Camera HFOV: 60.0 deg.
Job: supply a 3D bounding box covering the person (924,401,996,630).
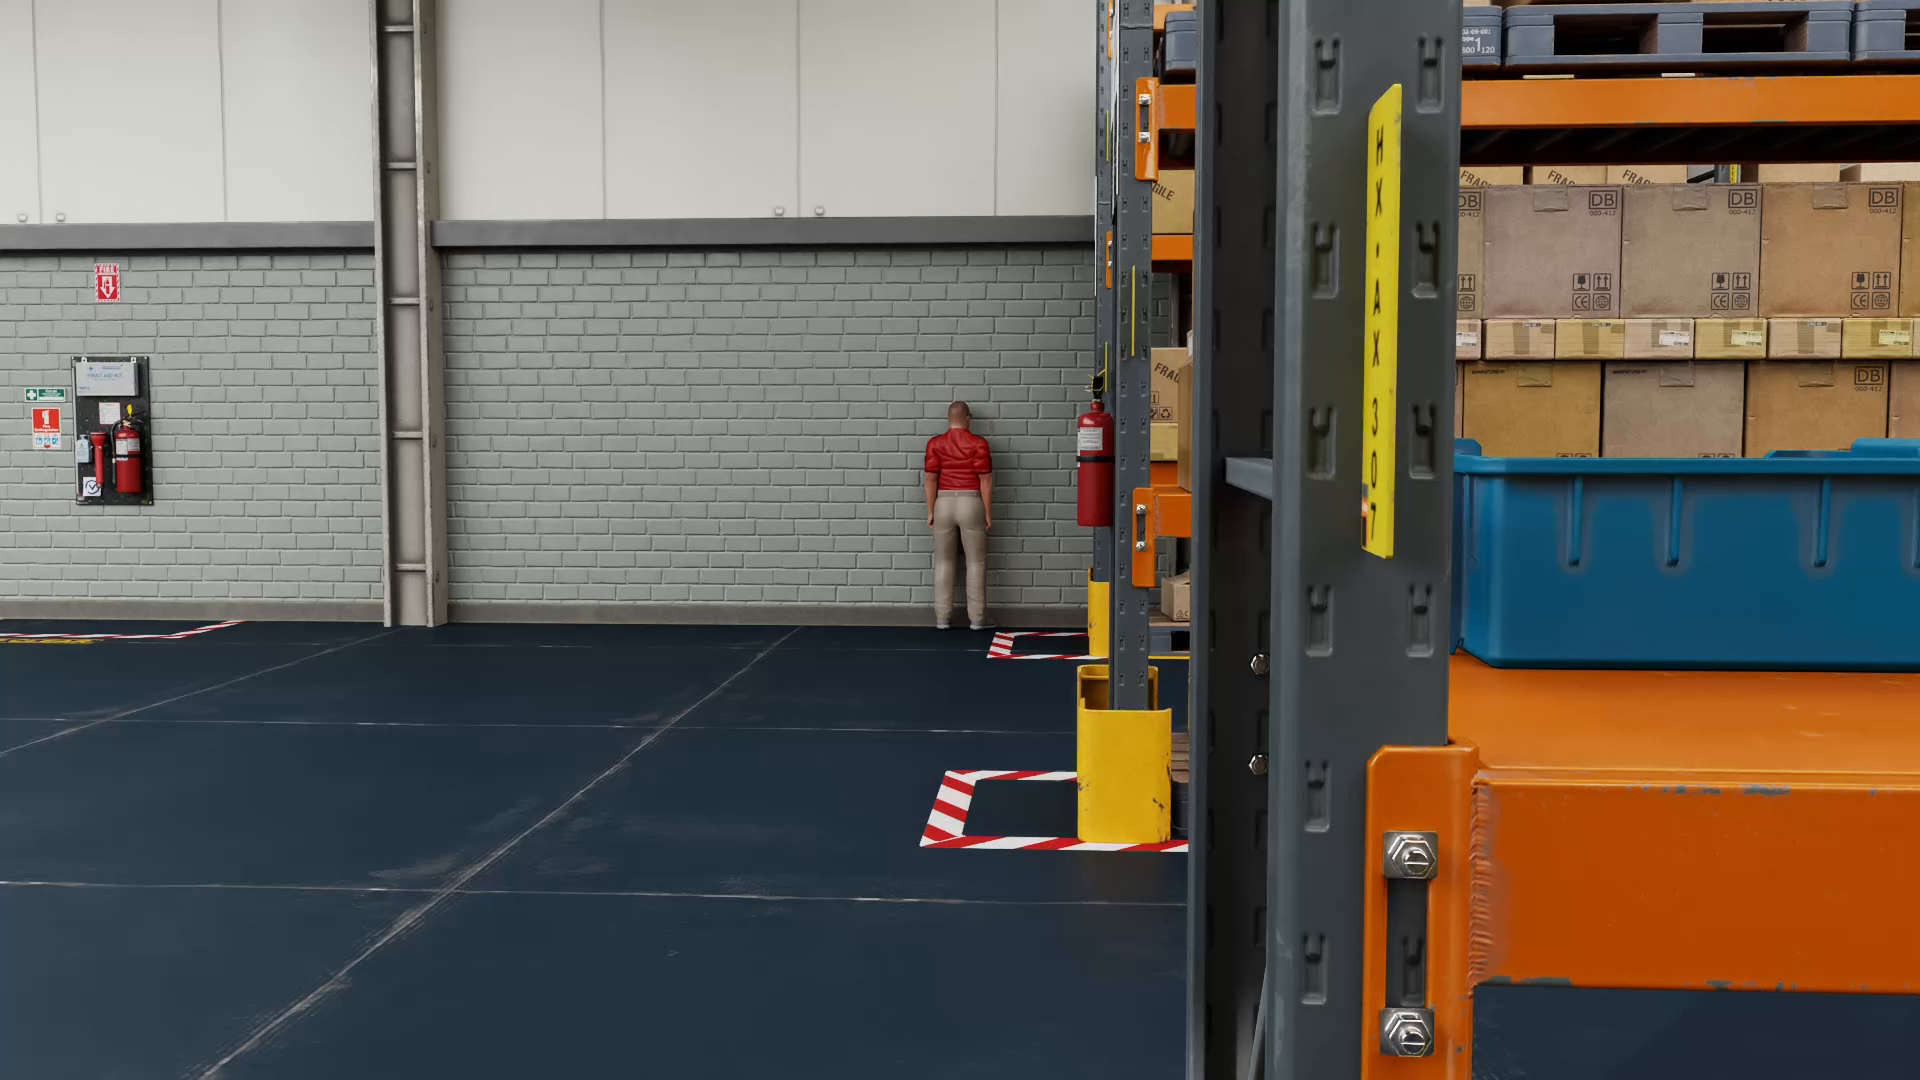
[{"bbox_3d":[0.004,-0.187,12.601,0.521,1.730,0.366,1,4,12],"label":"person"}]
